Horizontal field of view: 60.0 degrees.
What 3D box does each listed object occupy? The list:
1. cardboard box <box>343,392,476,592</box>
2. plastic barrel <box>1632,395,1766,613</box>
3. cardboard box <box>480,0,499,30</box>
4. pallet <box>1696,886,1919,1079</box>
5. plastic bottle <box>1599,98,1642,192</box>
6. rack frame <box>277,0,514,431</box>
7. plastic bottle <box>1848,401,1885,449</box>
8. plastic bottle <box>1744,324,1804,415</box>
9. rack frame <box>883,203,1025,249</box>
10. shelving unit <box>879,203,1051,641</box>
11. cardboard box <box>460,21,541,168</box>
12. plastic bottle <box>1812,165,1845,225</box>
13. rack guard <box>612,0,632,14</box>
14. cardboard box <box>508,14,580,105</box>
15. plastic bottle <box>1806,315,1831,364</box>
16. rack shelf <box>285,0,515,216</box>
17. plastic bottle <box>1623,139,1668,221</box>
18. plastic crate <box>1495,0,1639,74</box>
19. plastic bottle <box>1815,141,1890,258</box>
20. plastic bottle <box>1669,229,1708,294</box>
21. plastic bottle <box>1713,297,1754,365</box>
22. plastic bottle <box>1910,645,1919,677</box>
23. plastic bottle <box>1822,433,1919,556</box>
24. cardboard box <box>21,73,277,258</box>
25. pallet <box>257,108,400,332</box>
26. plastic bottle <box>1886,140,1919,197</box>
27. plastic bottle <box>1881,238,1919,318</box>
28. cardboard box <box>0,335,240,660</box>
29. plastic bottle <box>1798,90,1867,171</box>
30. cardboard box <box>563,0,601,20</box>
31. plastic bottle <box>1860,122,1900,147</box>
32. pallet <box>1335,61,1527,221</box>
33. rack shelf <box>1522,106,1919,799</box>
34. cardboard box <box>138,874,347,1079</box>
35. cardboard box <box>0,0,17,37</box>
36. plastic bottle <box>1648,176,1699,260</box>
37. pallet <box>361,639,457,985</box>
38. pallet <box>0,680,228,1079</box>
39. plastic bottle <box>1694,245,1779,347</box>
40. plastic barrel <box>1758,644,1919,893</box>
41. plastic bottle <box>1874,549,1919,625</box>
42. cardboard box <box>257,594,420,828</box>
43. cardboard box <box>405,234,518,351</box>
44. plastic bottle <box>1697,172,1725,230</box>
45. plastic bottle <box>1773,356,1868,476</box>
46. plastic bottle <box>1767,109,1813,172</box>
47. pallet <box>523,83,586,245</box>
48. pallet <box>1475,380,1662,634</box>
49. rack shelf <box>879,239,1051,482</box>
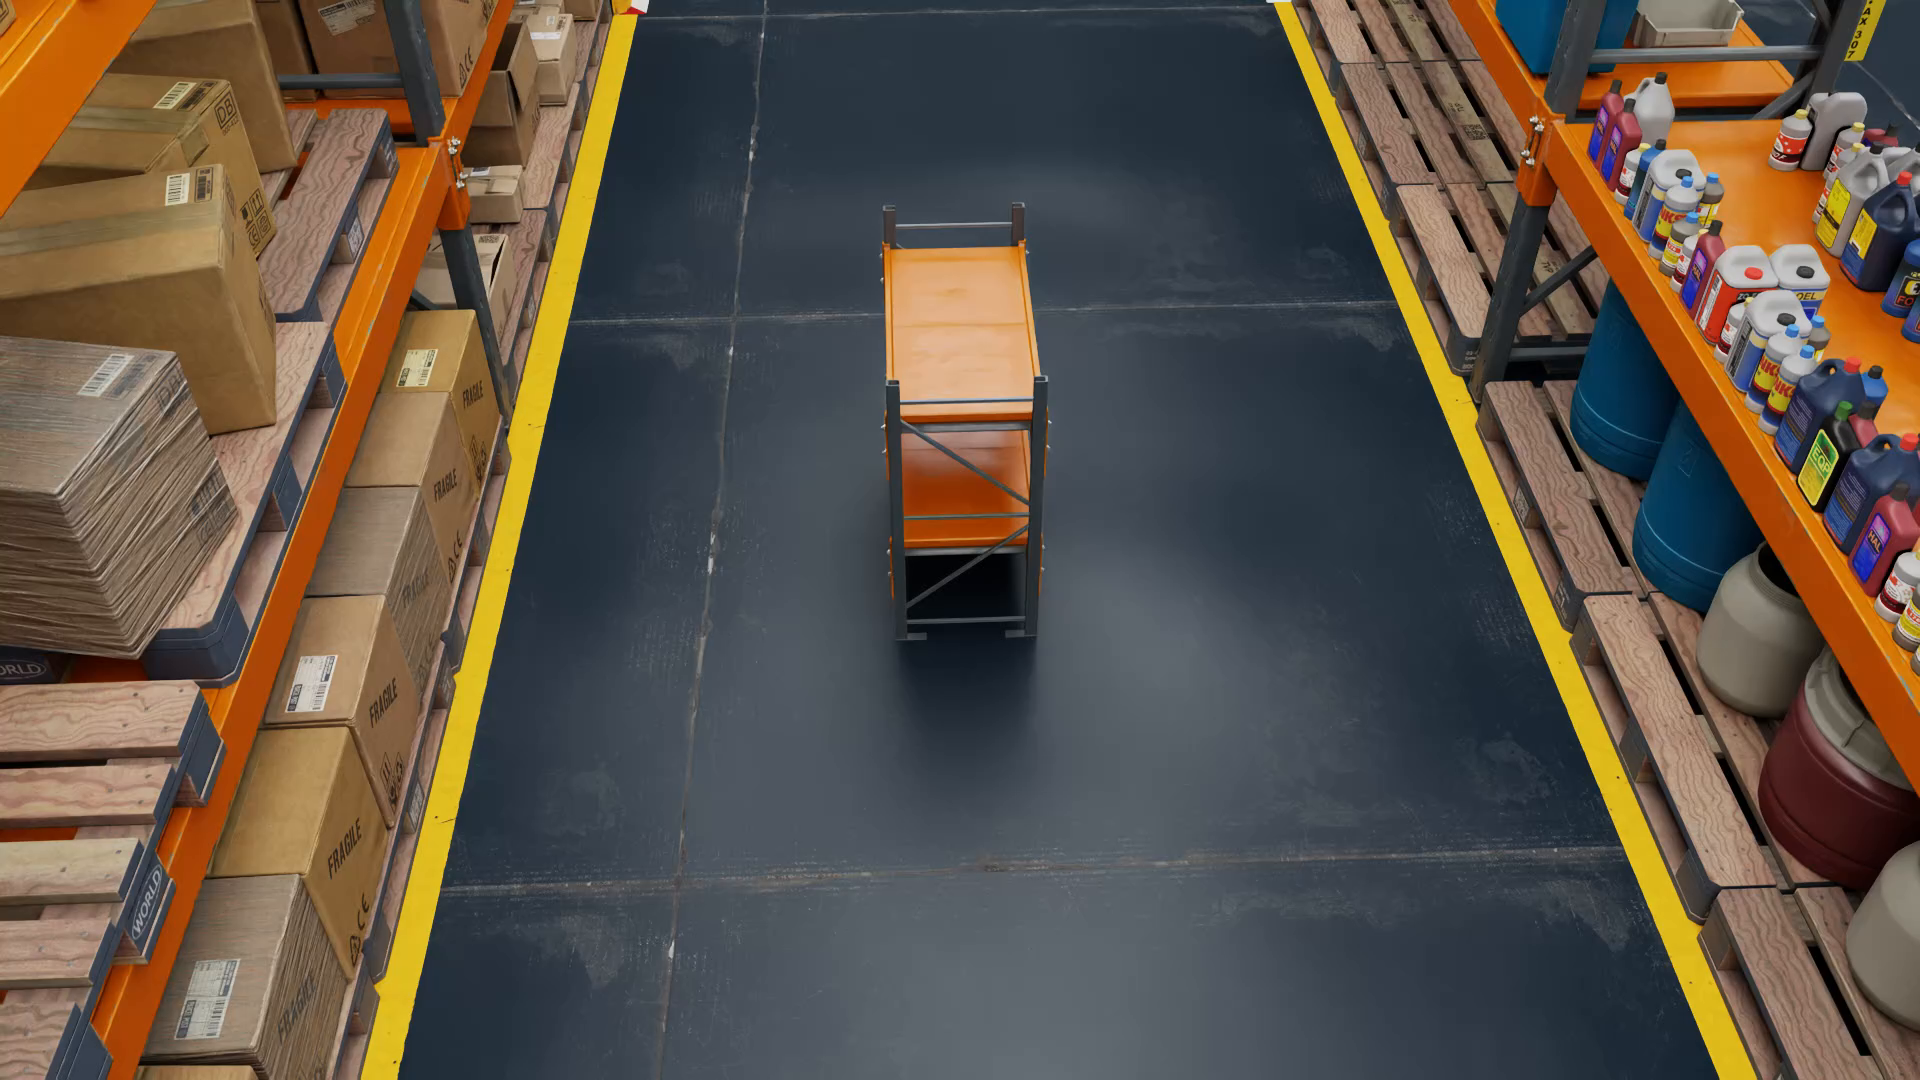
[{"bbox_3d":[-2.008,-0.157,5.726,0.500,0.500,0.500,-2,43,-2],"label":"cardboard box"},{"bbox_3d":[2.658,-0.251,5.546,0.600,0.901,0.708,-2,43,-2],"label":"plastic barrel"},{"bbox_3d":[-2.102,-2.310,6.476,0.500,0.500,0.500,-1,43,-1],"label":"cardboard box"},{"bbox_3d":[2.716,1.482,4.477,1.003,0.211,1.213,-2,43,-2],"label":"pallet"},{"bbox_3d":[2.217,-1.322,5.559,0.061,0.283,0.133,-2,43,-2],"label":"plastic bottle"},{"bbox_3d":[-2.328,-1.575,5.749,1.000,3.000,0.127,-2,43,-2],"label":"rack frame"},{"bbox_3d":[2.347,-0.221,4.357,0.061,0.283,0.133,-2,43,-2],"label":"plastic bottle"},{"bbox_3d":[2.287,-0.483,4.653,0.097,0.271,0.097,0,43,0],"label":"plastic bottle"},{"bbox_3d":[-0.022,-0.762,6.249,0.500,1.125,0.032,-2,43,-2],"label":"rack frame"},{"bbox_3d":[0.000,-0.419,5.875,0.538,1.125,1.048,-2,43,-2],"label":"shelving unit"},{"bbox_3d":[-2.412,-2.086,7.827,0.797,0.503,0.637,-2,43,-2],"label":"cardboard box"},{"bbox_3d":[2.853,-1.122,5.401,0.097,0.201,0.097,0,43,0],"label":"plastic bottle"},{"bbox_3d":[-2.494,-3.303,9.484,1.175,0.500,0.348,-2,43,-2],"label":"rack guard"},{"bbox_3d":[-2.218,-2.422,8.382,0.500,0.250,0.500,-2,43,-2],"label":"cardboard box"},{"bbox_3d":[2.434,-0.553,4.780,0.097,0.201,0.097,0,43,0],"label":"plastic bottle"},{"bbox_3d":[-2.412,-2.660,7.465,1.077,0.370,4.000,-2,43,-2],"label":"rack shelf"},{"bbox_3d":[2.244,-1.175,5.407,0.097,0.271,0.097,0,43,0],"label":"plastic bottle"},{"bbox_3d":[2.261,-2.037,6.219,0.392,0.384,0.575,-2,43,-2],"label":"plastic crate"},{"bbox_3d":[2.843,-1.082,5.247,0.144,0.351,0.185,-2,43,-2],"label":"plastic bottle"},{"bbox_3d":[2.262,-0.861,5.116,0.097,0.201,0.097,0,43,0],"label":"plastic bottle"},{"bbox_3d":[2.277,-0.614,4.847,0.097,0.201,0.097,0,43,0],"label":"plastic bottle"},{"bbox_3d":[2.331,0.235,3.921,0.097,0.201,0.097,0,43,0],"label":"plastic bottle"},{"bbox_3d":[2.334,-0.138,4.217,0.144,0.351,0.185,-2,43,-2],"label":"plastic bottle"},{"bbox_3d":[-2.438,-0.978,4.713,0.700,0.500,0.500,5,43,5],"label":"cardboard box"},{"bbox_3d":[-2.403,-0.962,5.222,1.003,0.211,1.213,-2,43,-2],"label":"pallet"},{"bbox_3d":[2.987,-1.086,5.251,0.144,0.351,0.185,-2,43,-2],"label":"plastic bottle"},{"bbox_3d":[2.874,-0.808,5.006,0.097,0.271,0.097,0,43,0],"label":"plastic bottle"},{"bbox_3d":[-2.145,-0.112,3.767,0.700,0.500,0.500,6,43,6],"label":"cardboard box"},{"bbox_3d":[2.961,-1.413,5.663,0.152,0.276,0.135,-2,43,-2],"label":"plastic bottle"},{"bbox_3d":[-2.228,-3.157,8.998,0.500,0.500,0.500,-2,43,-2],"label":"cardboard box"},{"bbox_3d":[3.017,-1.260,5.491,0.061,0.283,0.133,-2,43,-2],"label":"plastic bottle"},{"bbox_3d":[2.497,-2.008,8.284,1.003,0.211,1.213,-2,43,-2],"label":"pallet"},{"bbox_3d":[2.706,-0.100,4.671,1.077,0.370,4.000,-2,43,-2],"label":"rack shelf"},{"bbox_3d":[-1.919,1.215,4.228,0.500,0.500,0.500,-3,43,-3],"label":"cardboard box"},{"bbox_3d":[-2.254,-1.007,2.834,0.910,0.500,0.500,-2,43,-2],"label":"cardboard box"},{"bbox_3d":[2.254,-1.018,5.236,0.097,0.271,0.097,0,43,0],"label":"plastic bottle"},{"bbox_3d":[-2.200,0.826,5.192,1.003,0.211,1.213,-2,43,-2],"label":"pallet"},{"bbox_3d":[-2.257,0.740,3.365,1.213,0.211,1.003,-2,43,-2],"label":"pallet"},{"bbox_3d":[2.300,-0.721,4.908,0.152,0.276,0.135,-2,43,-2],"label":"plastic bottle"},{"bbox_3d":[2.706,0.627,4.820,0.600,0.588,0.708,-2,43,-2],"label":"plastic barrel"},{"bbox_3d":[2.323,0.103,4.064,0.097,0.201,0.097,0,43,0],"label":"plastic bottle"},{"bbox_3d":[-1.963,0.525,4.982,0.500,0.500,0.500,-3,43,-3],"label":"cardboard box"},{"bbox_3d":[-2.129,-1.036,6.825,0.500,0.311,0.500,-2,43,-2],"label":"cardboard box"},{"bbox_3d":[2.400,-1.088,5.364,0.097,0.201,0.097,0,43,0],"label":"plastic bottle"},{"bbox_3d":[2.321,-0.352,4.451,0.144,0.351,0.185,-2,43,-2],"label":"plastic bottle"},{"bbox_3d":[2.837,-1.369,5.671,0.097,0.201,0.097,0,43,0],"label":"plastic bottle"},{"bbox_3d":[-2.411,-1.837,8.098,1.003,0.211,1.213,-2,43,-2],"label":"pallet"},{"bbox_3d":[2.613,-0.165,6.274,1.003,0.211,1.213,-2,43,-2],"label":"pallet"},{"bbox_3d":[0.000,-0.635,5.677,0.538,0.278,1.000,-2,43,-2],"label":"rack shelf"}]
